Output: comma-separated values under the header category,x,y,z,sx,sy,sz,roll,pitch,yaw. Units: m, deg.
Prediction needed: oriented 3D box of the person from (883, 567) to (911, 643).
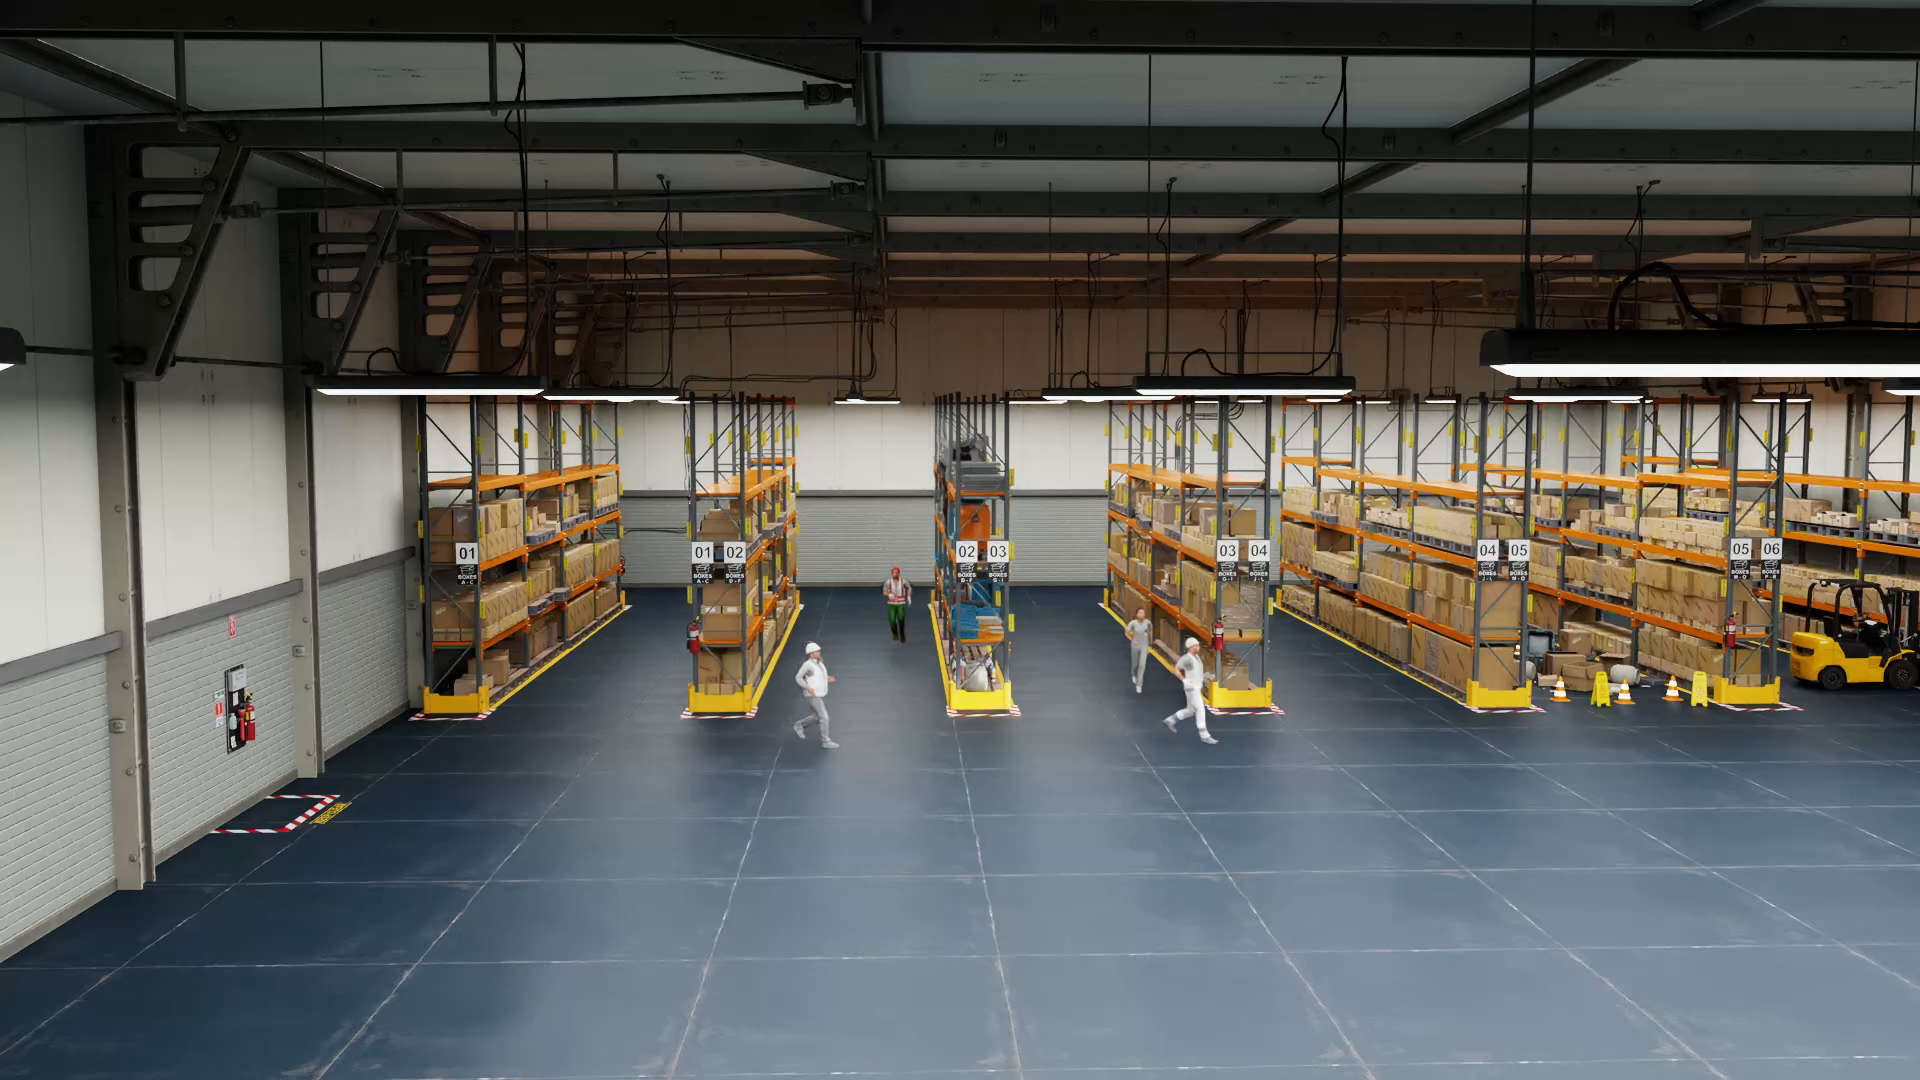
category,x,y,z,sx,sy,sz,roll,pitch,yaw
person,-1.460,1.514,38.563,0.659,1.783,0.648,0,5,0

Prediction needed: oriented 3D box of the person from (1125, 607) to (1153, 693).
category,x,y,z,sx,sy,sz,roll,pitch,yaw
person,3.590,2.162,33.272,0.587,1.663,0.961,0,5,-3

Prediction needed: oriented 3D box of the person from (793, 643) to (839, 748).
category,x,y,z,sx,sy,sz,roll,pitch,yaw
person,-2.425,2.601,27.934,0.894,1.750,0.667,2,5,21

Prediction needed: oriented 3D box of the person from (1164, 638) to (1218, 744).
category,x,y,z,sx,sy,sz,roll,pitch,yaw
person,3.944,2.556,28.375,0.980,1.792,0.656,2,5,24
